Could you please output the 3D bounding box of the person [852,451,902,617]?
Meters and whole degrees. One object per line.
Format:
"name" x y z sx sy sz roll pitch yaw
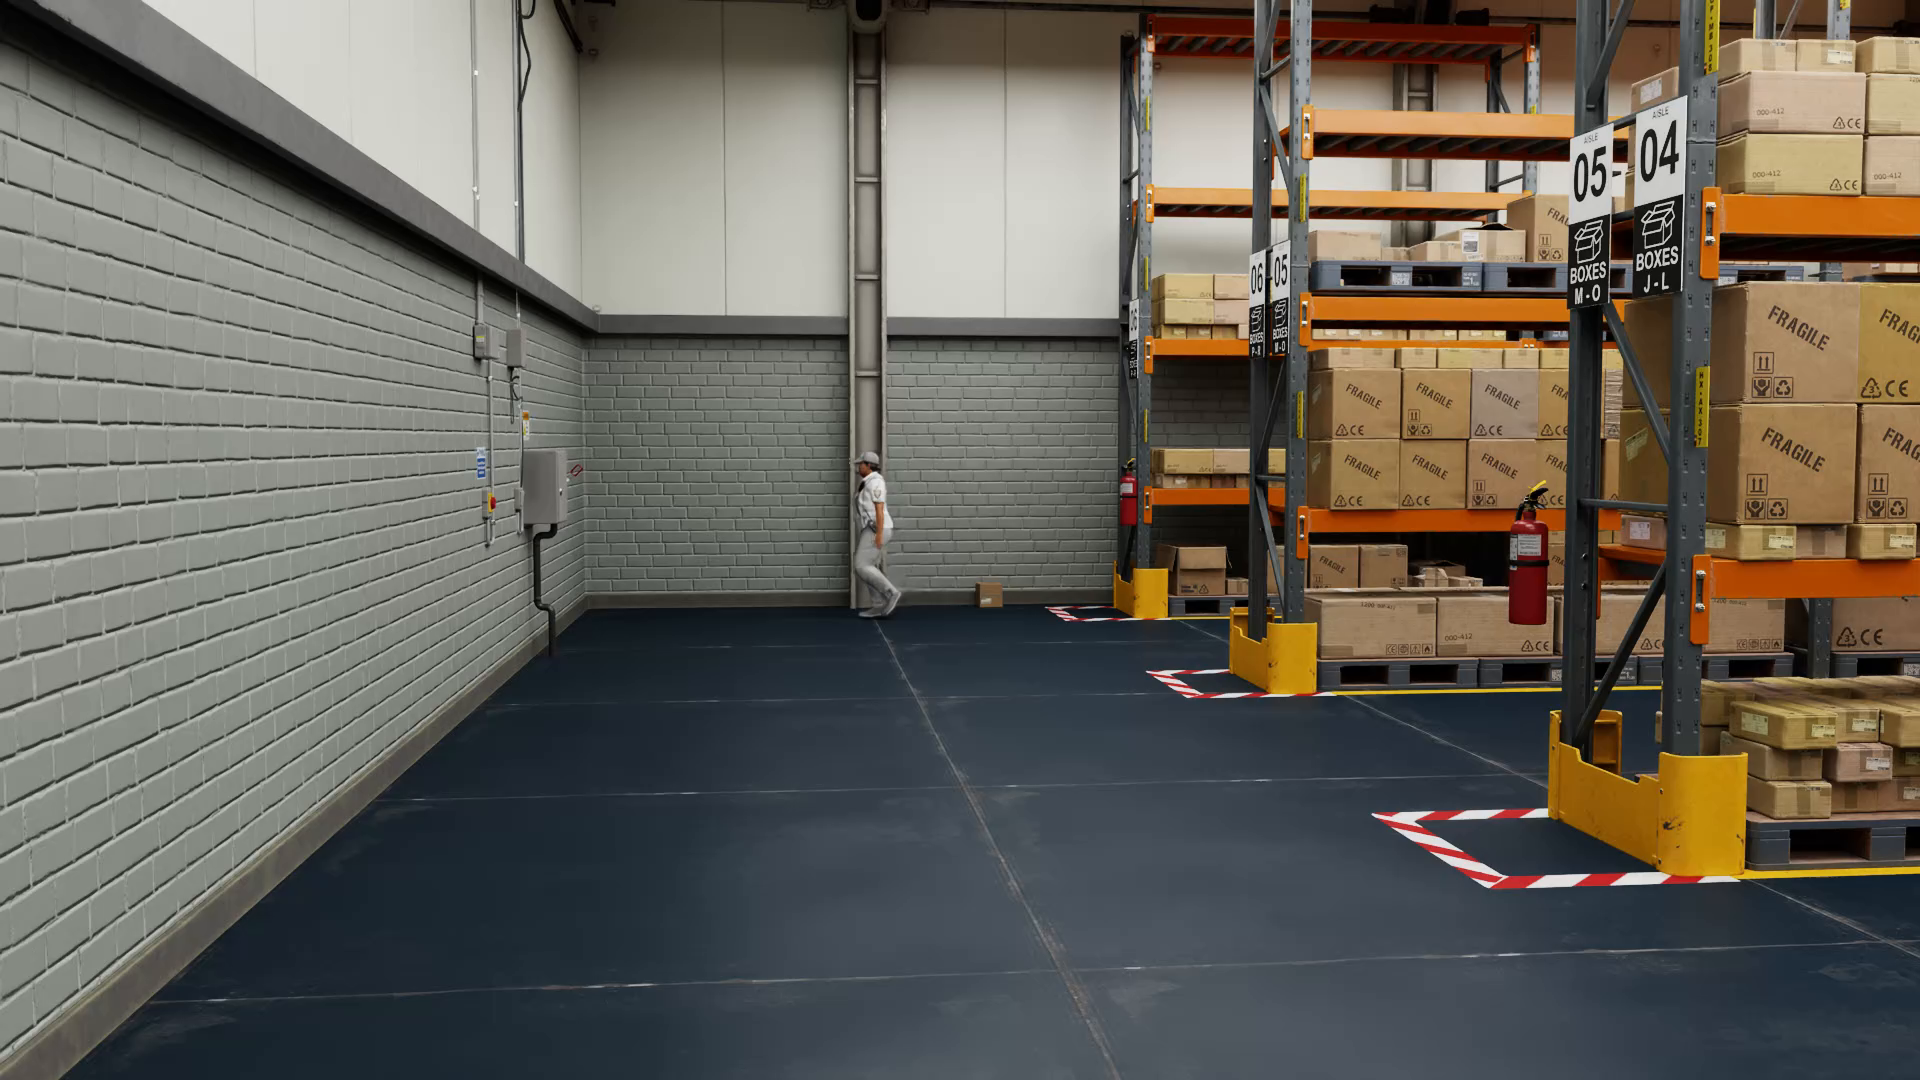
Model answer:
"person" -0.840 -0.060 16.647 0.478 1.656 0.516 -1 4 -9
